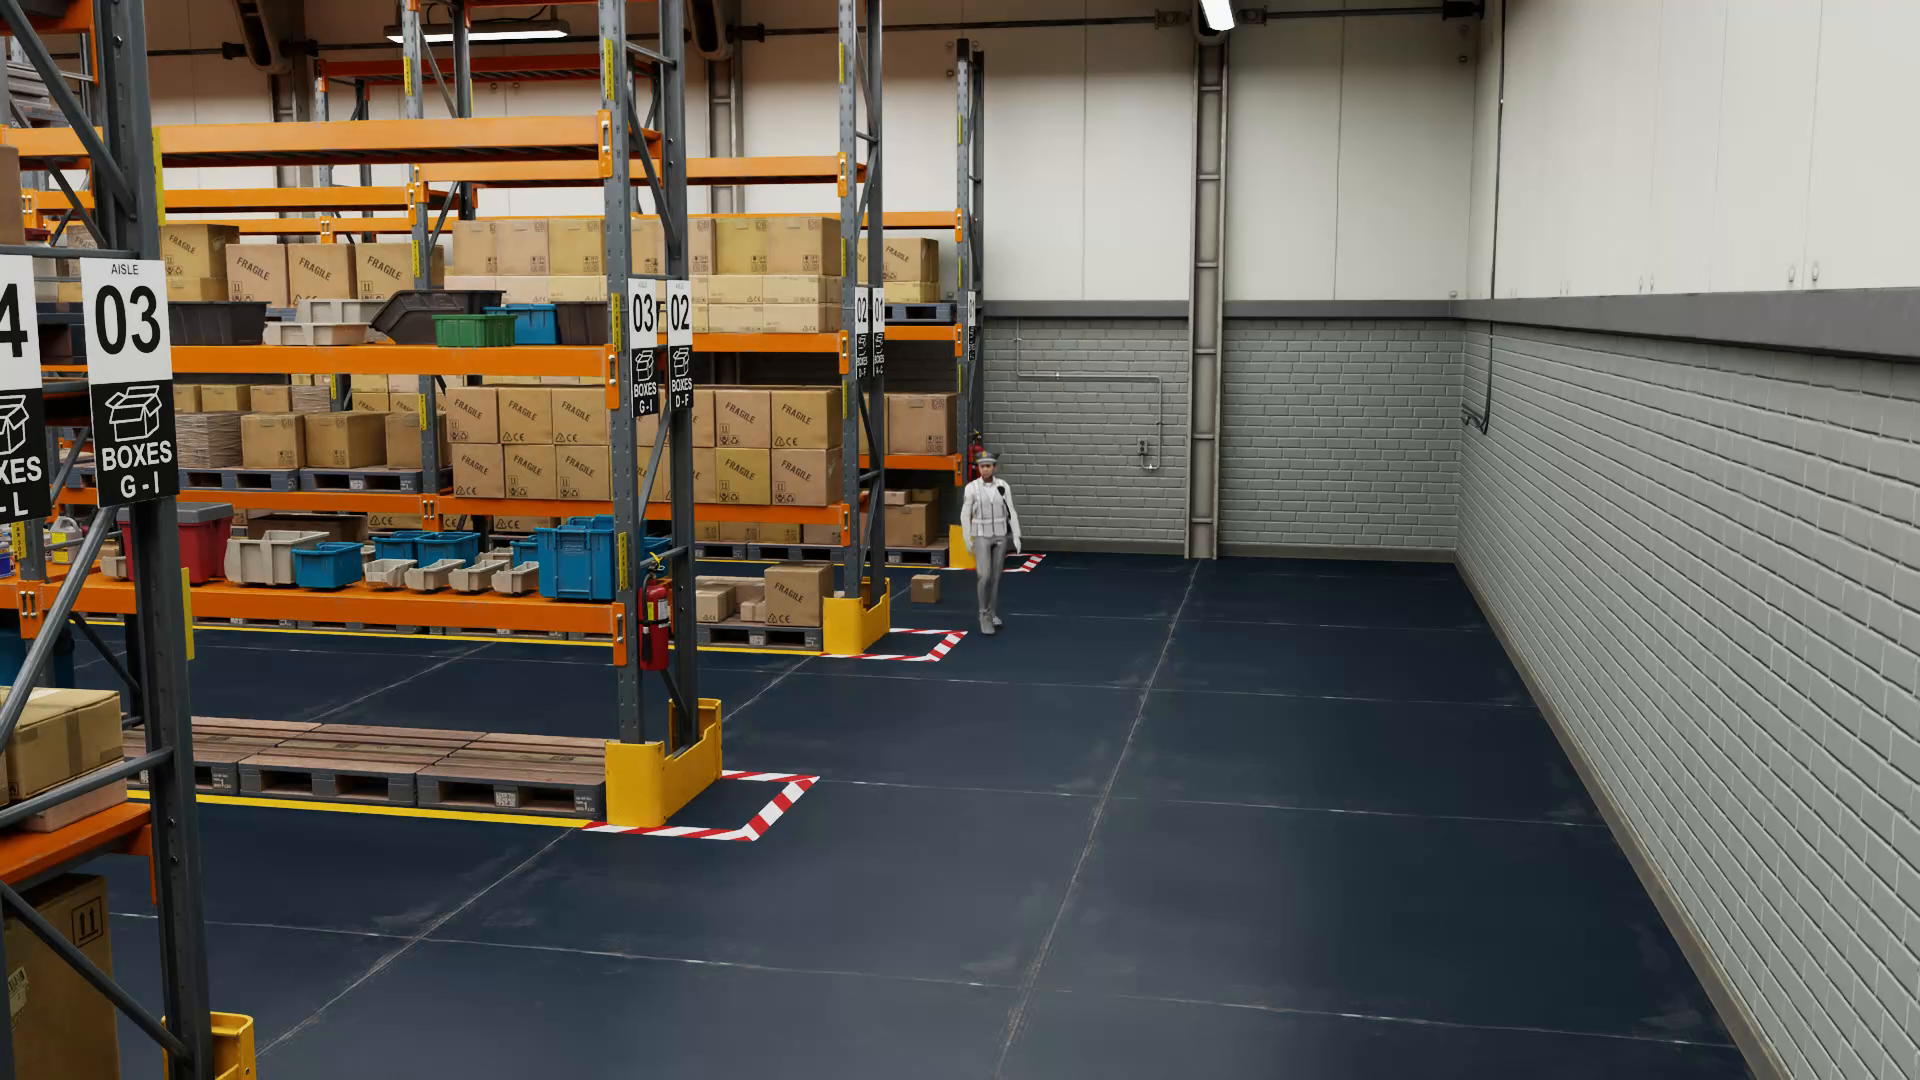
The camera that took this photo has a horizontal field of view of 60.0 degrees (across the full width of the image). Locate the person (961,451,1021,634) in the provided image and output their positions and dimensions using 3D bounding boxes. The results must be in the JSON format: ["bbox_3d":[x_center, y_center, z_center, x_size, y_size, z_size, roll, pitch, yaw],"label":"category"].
[{"bbox_3d":[0.295,0.023,15.648,0.525,1.742,0.494,-3,8,-17],"label":"person"}]
